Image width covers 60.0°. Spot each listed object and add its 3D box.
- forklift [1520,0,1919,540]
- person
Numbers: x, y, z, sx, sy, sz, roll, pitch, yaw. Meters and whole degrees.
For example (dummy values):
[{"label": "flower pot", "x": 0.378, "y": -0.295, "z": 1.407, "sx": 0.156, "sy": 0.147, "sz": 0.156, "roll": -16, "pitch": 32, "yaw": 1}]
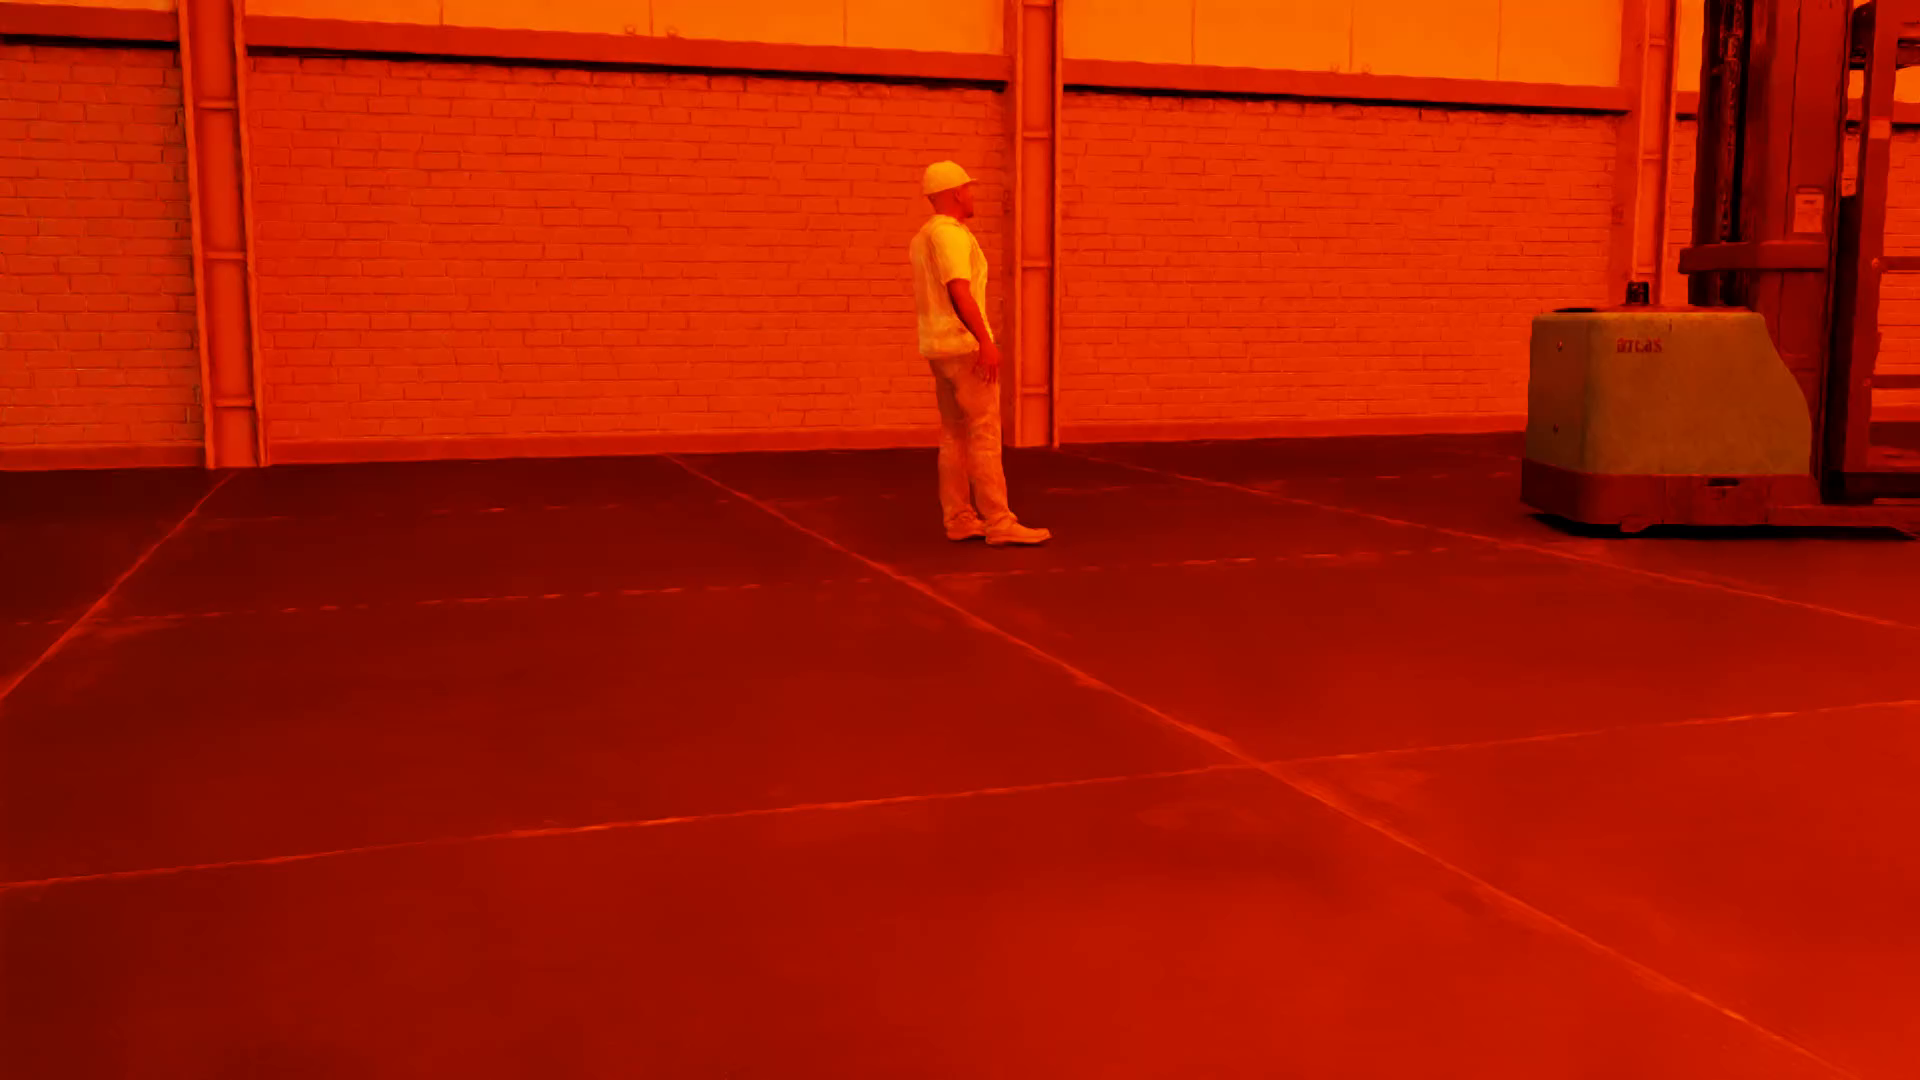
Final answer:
[{"label": "forklift", "x": 4.498, "y": -1.521, "z": 8.234, "sx": 3.031, "sy": 2.935, "sz": 1.130, "roll": 0, "pitch": 8, "yaw": 1}, {"label": "person", "x": 0.068, "y": -0.884, "z": 7.821, "sx": 0.576, "sy": 1.766, "sz": 0.665, "roll": -3, "pitch": 8, "yaw": -18}]
